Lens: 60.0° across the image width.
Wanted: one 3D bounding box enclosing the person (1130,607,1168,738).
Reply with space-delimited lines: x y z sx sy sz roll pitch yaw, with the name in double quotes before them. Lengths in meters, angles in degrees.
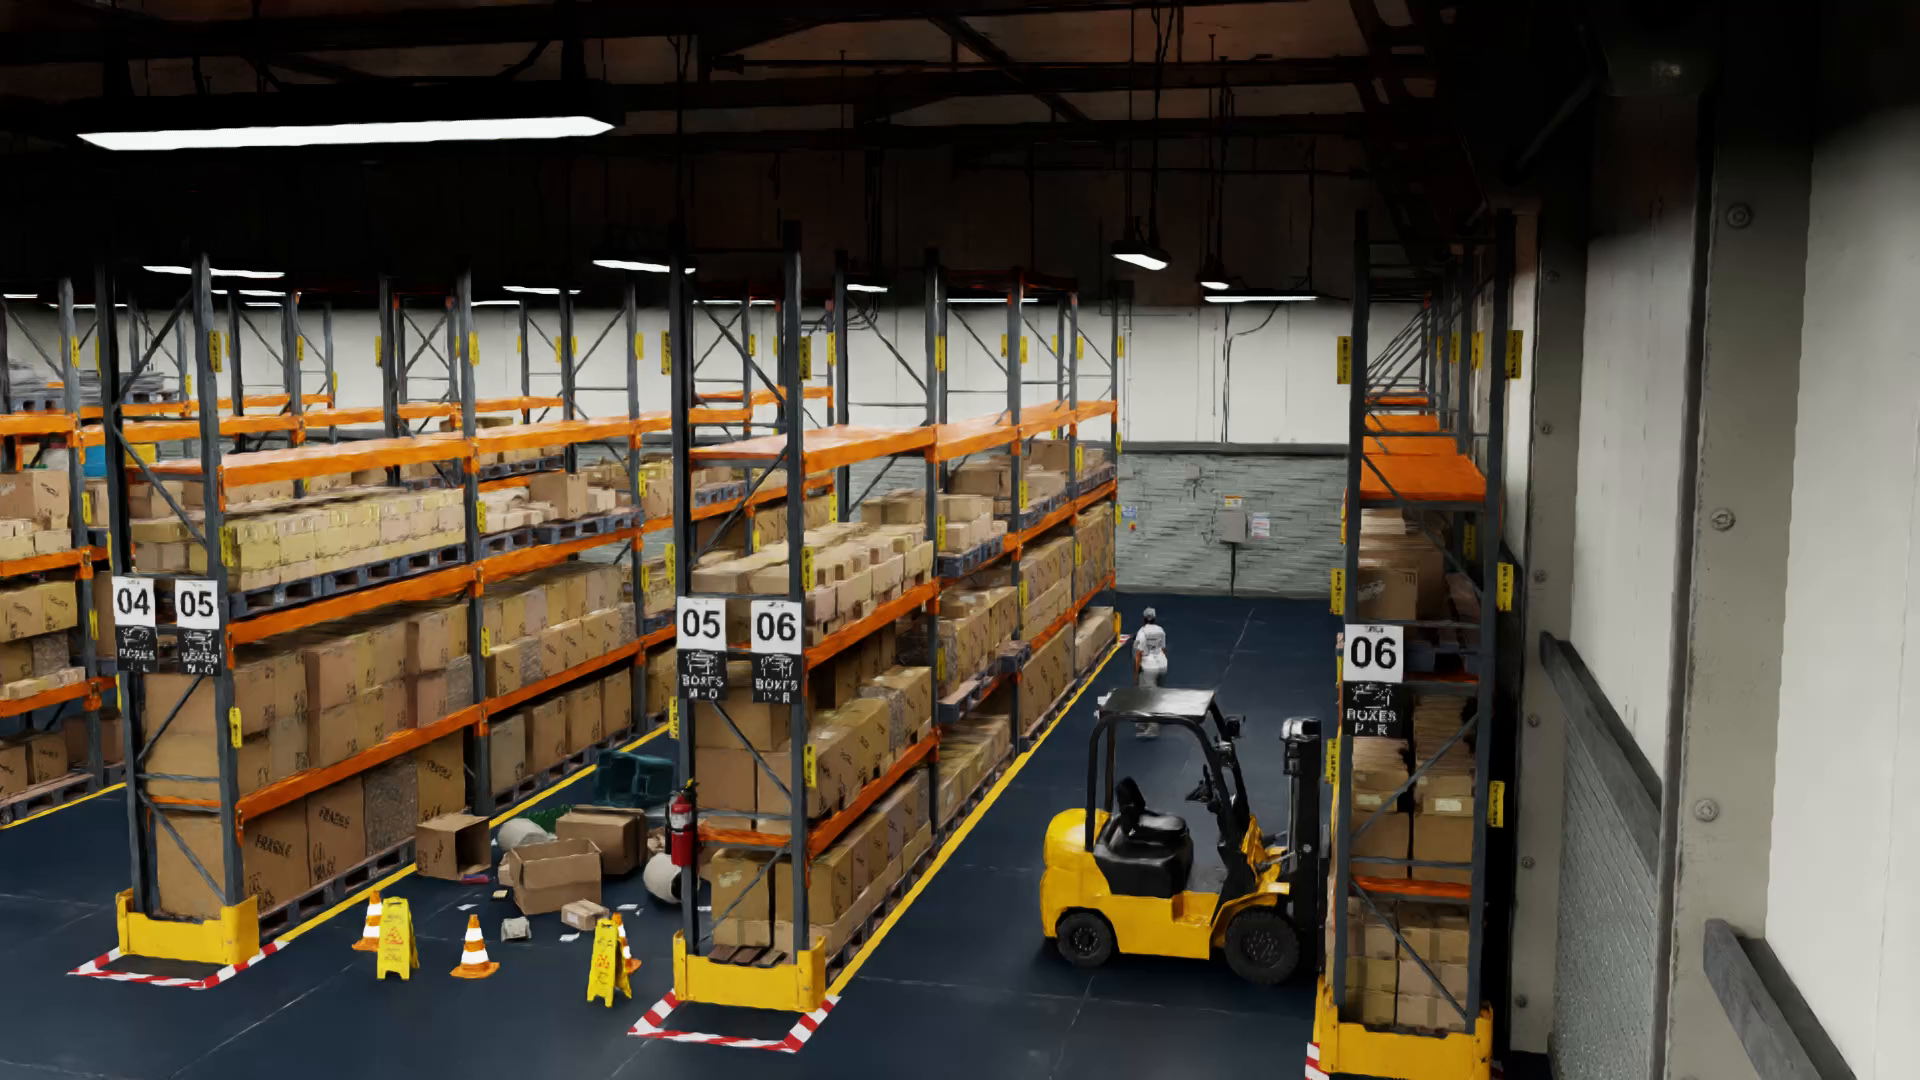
"person" 2.445 1.701 21.650 0.556 1.653 0.598 7 10 44
